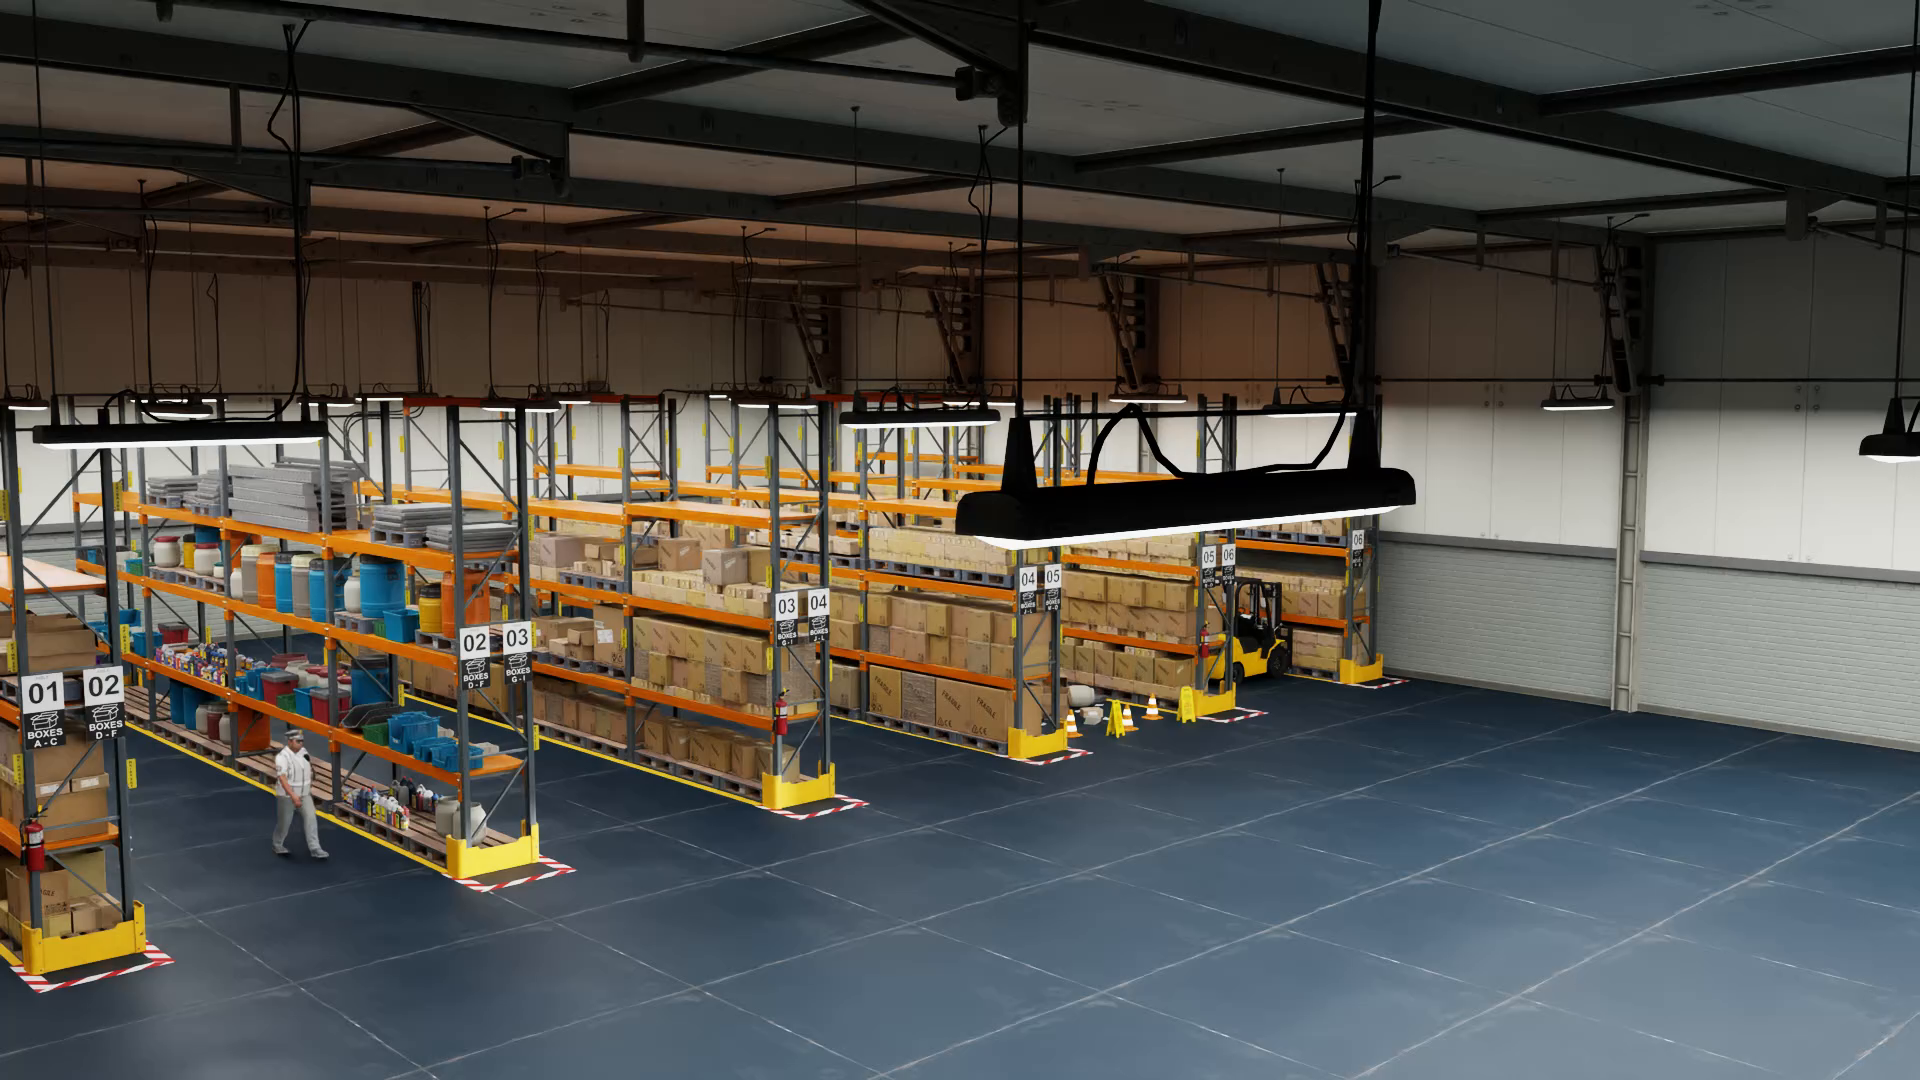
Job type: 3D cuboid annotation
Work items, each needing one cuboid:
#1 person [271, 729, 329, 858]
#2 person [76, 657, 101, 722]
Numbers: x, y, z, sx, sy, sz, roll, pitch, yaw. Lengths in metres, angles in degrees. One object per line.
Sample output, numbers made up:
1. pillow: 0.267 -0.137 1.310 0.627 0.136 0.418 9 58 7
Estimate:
1. person: -8.746 3.341 21.996 1.028 1.693 0.546 4 7 32
2. person: -15.560 2.656 29.505 0.668 1.667 0.653 -4 7 -35
